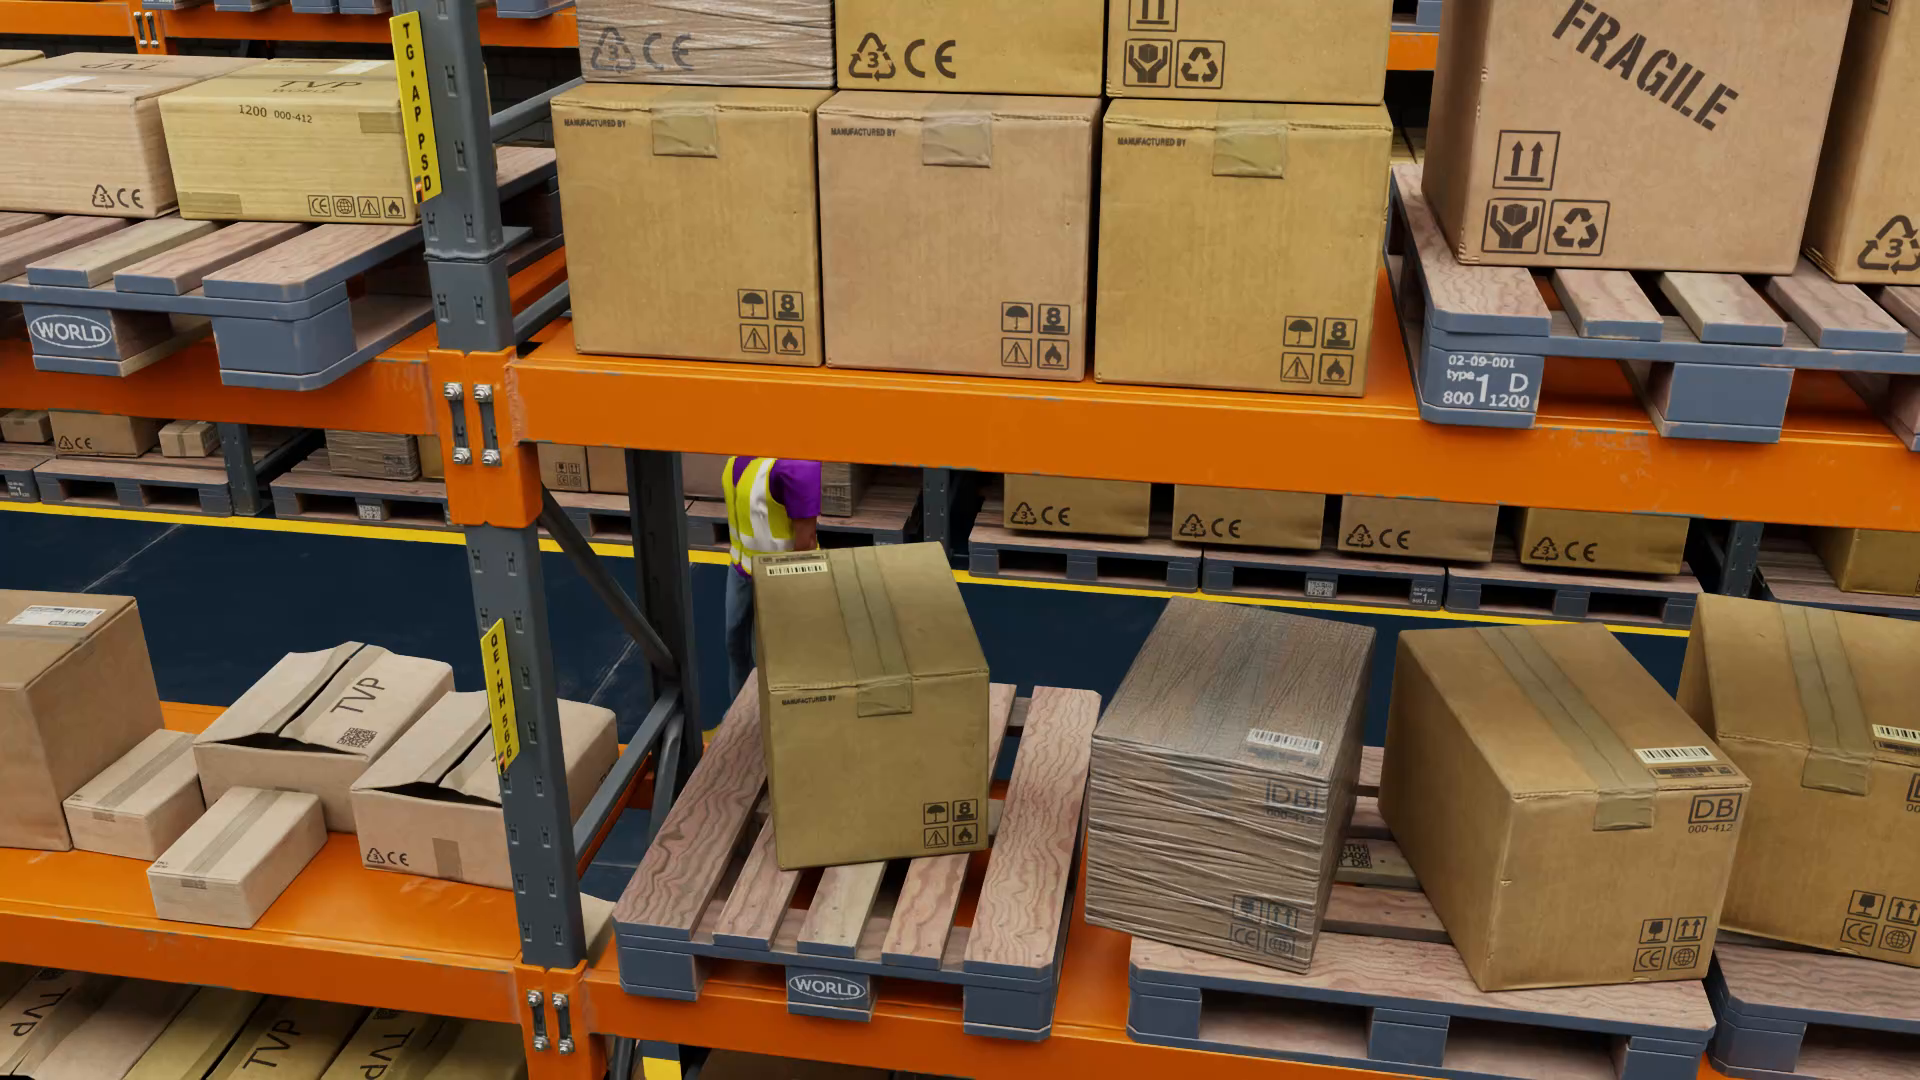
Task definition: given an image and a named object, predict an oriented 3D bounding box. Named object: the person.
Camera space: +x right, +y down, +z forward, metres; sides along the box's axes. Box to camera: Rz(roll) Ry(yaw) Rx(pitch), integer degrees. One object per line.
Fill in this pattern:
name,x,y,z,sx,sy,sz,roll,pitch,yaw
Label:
person,-0.780,0.110,6.813,0.640,1.761,0.655,-16,29,-31
